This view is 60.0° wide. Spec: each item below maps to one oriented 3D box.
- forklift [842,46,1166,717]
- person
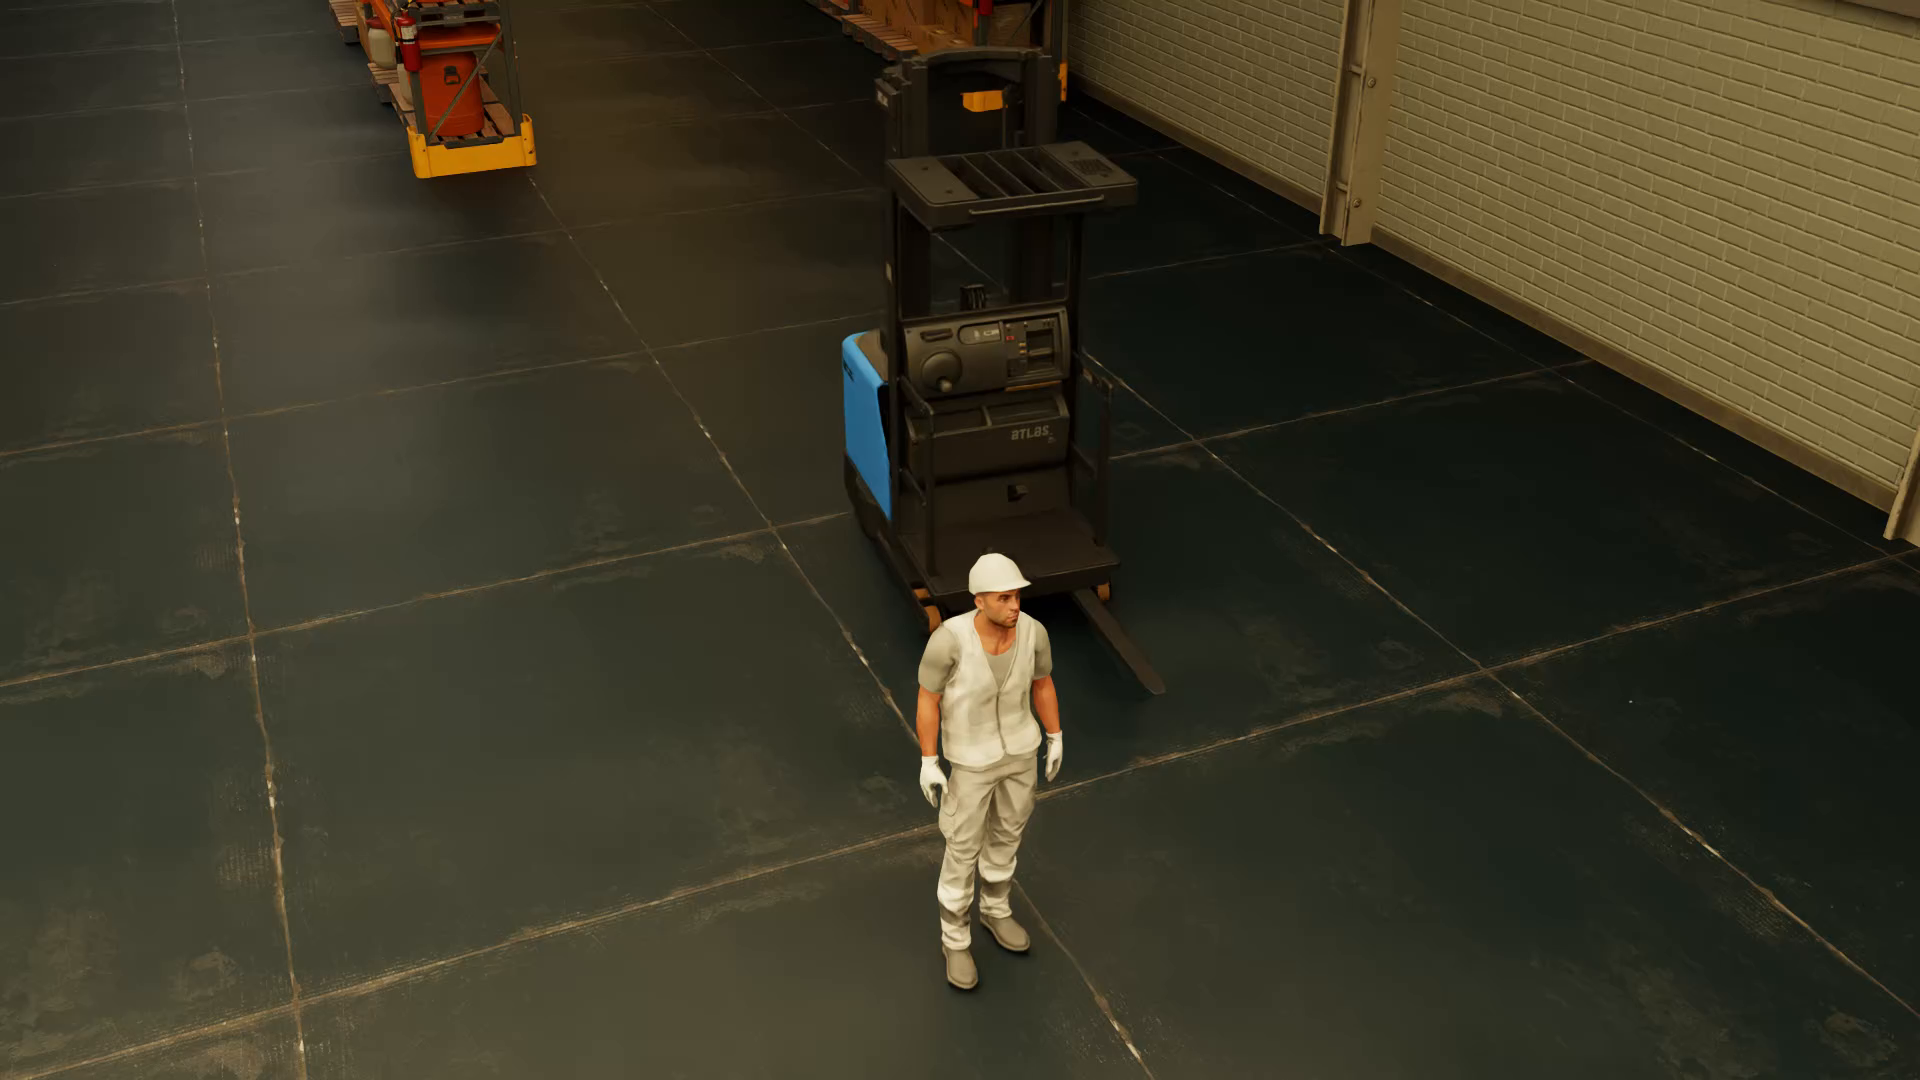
[{"bbox_3d":[0.224,-0.976,8.827,1.130,2.935,3.031,-10,31,-16],"label":"forklift"},{"bbox_3d":[0.152,0.908,6.671,0.637,1.789,0.558,-13,32,-21],"label":"person"}]
